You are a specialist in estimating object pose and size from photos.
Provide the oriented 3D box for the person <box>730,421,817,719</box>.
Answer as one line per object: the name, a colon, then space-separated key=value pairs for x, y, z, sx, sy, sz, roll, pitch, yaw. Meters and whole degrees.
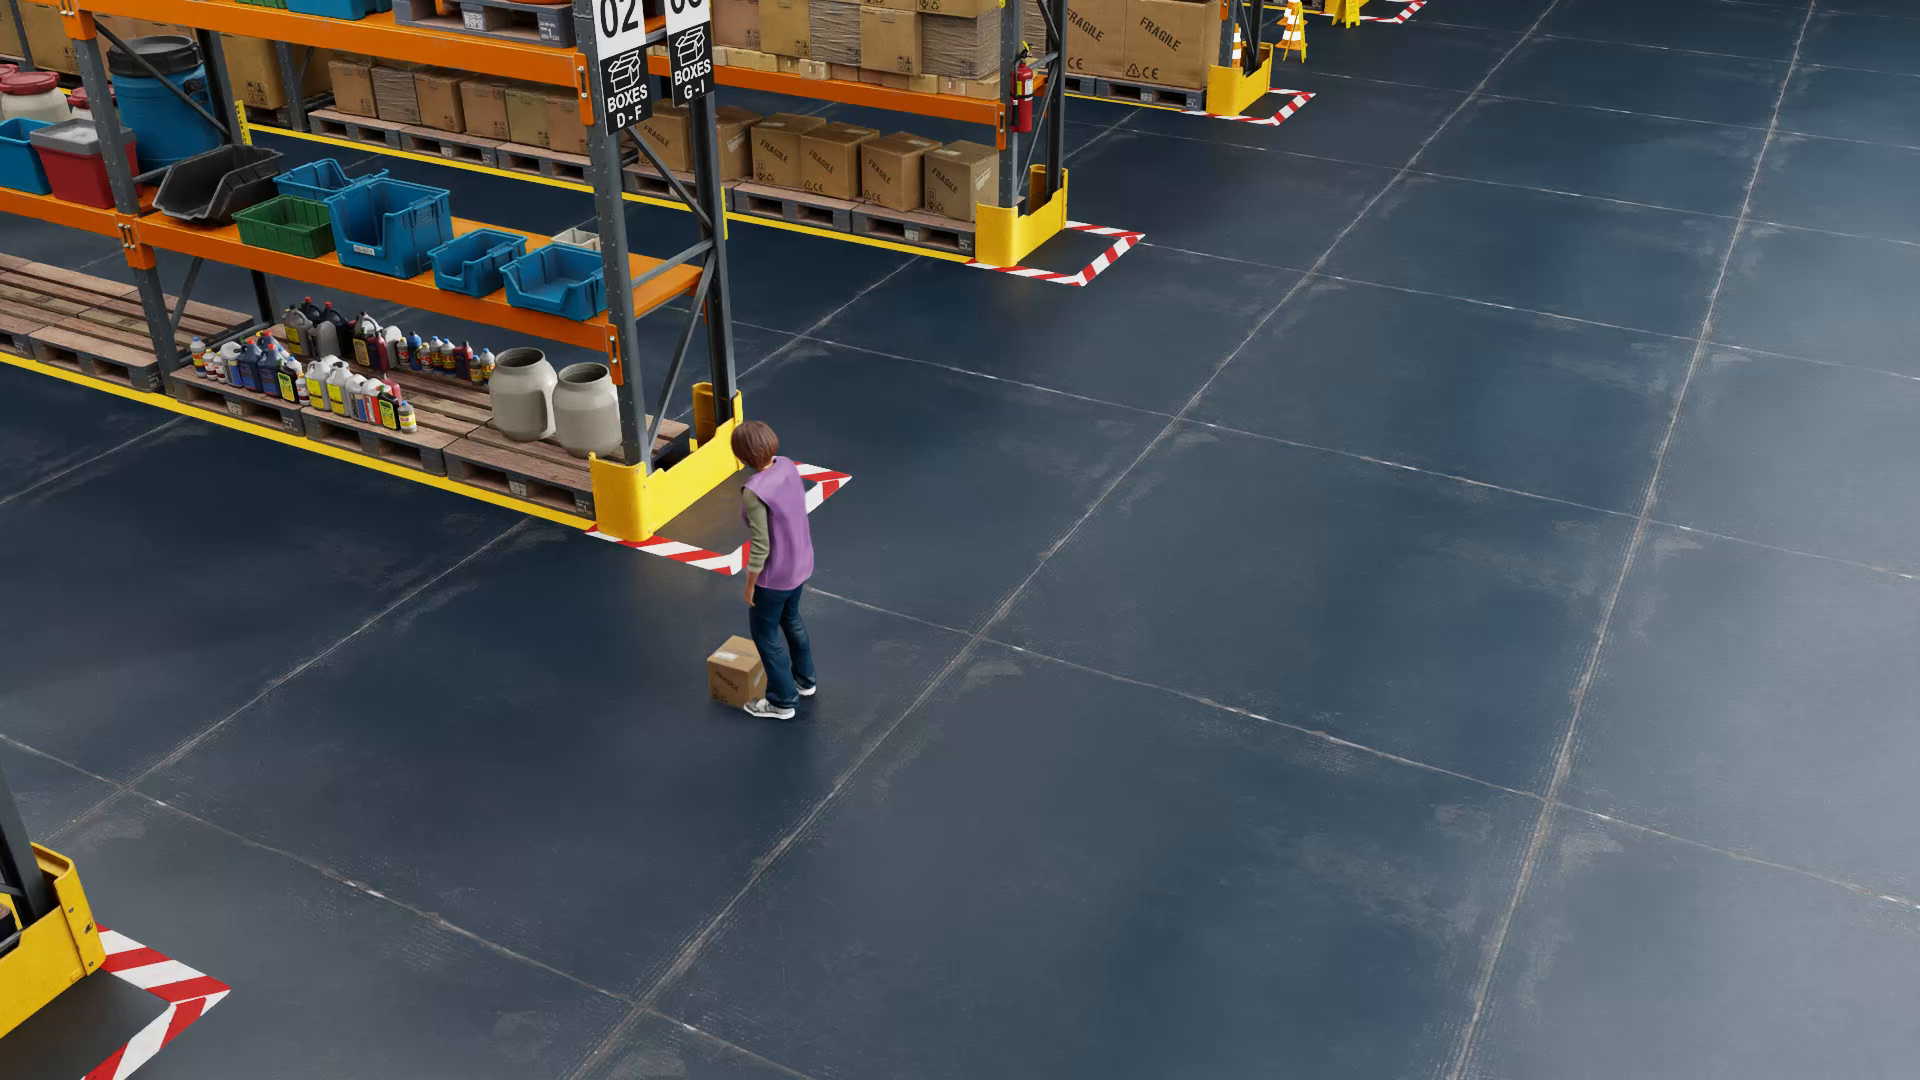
person: x=-0.890 y=0.150 z=8.037 sx=0.343 sy=1.591 sz=0.464 roll=13 pitch=33 yaw=21
